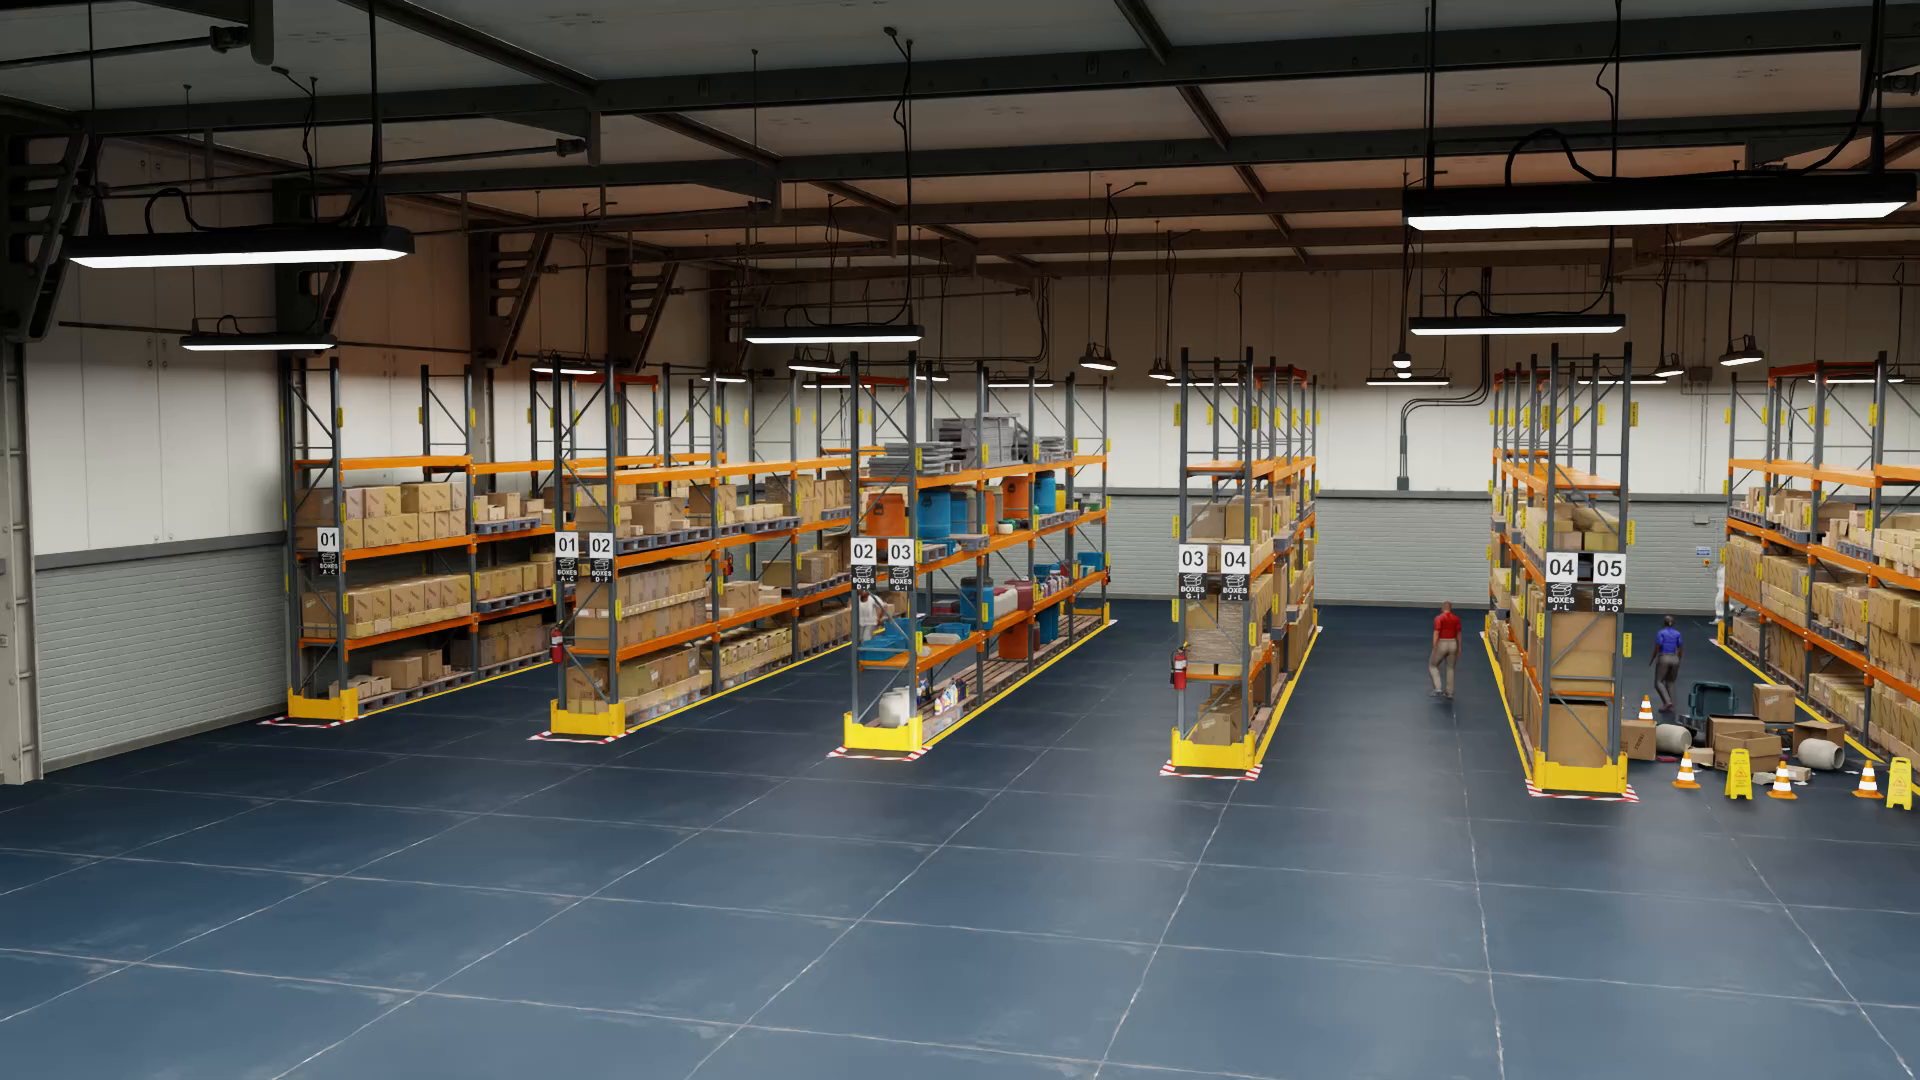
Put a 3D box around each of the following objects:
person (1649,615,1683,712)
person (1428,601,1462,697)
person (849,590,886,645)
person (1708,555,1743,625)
[{"bbox_3d":[12.111,2.114,28.367,0.517,1.629,0.602,0,4,-7],"label":"person"},{"bbox_3d":[8.705,1.971,29.816,0.576,1.768,0.403,-1,4,-10],"label":"person"},{"bbox_3d":[-1.882,1.696,33.683,0.691,1.672,0.700,2,5,25],"label":"person"},{"bbox_3d":[18.449,1.172,40.010,0.823,1.771,0.537,1,4,10],"label":"person"}]
